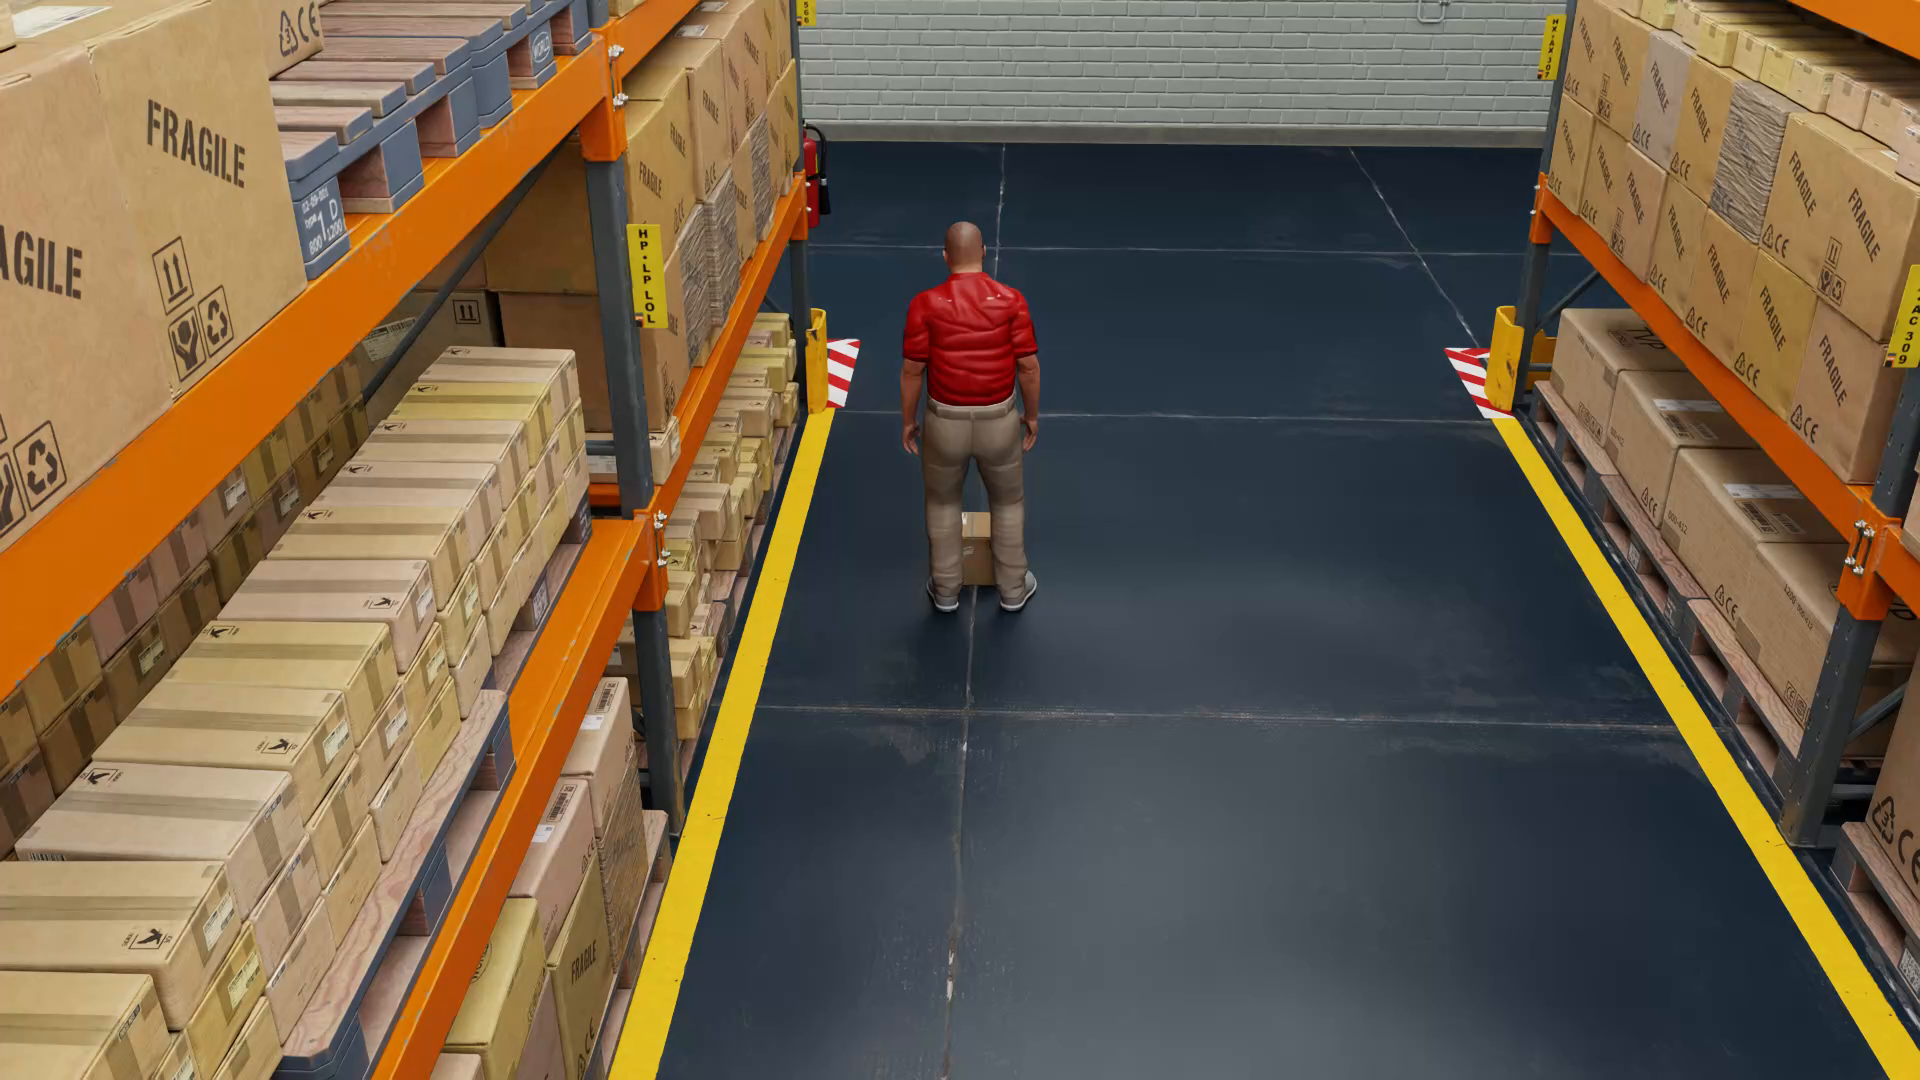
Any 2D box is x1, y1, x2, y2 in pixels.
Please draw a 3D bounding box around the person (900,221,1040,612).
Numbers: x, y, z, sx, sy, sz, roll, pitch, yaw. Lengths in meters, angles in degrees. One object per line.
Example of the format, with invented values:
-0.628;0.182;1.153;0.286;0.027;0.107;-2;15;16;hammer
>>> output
0.050;-0.496;7.077;0.604;1.726;0.394;-1;28;-2;person
